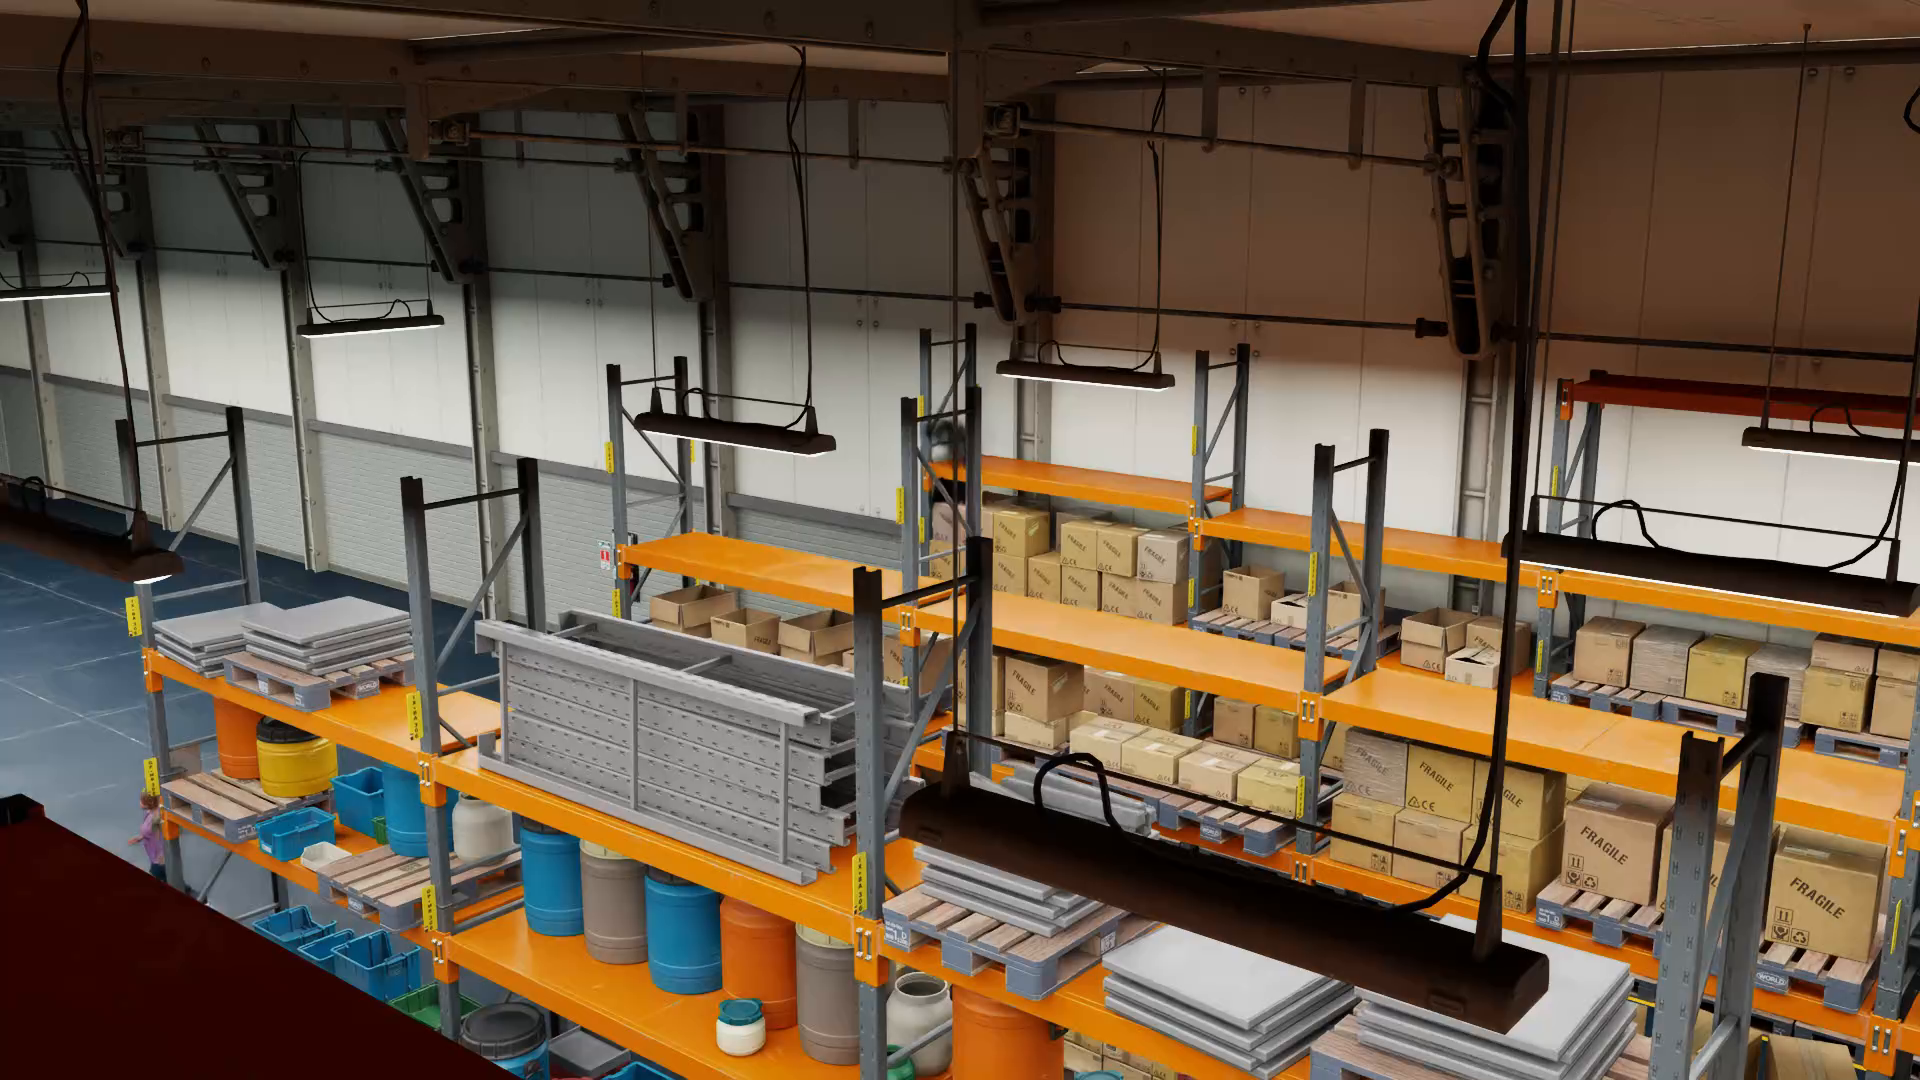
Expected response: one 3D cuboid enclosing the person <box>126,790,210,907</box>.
[{"bbox_3d":[-8.409,3.395,17.598,0.758,1.630,0.557,-6,14,-25],"label":"person"}]
